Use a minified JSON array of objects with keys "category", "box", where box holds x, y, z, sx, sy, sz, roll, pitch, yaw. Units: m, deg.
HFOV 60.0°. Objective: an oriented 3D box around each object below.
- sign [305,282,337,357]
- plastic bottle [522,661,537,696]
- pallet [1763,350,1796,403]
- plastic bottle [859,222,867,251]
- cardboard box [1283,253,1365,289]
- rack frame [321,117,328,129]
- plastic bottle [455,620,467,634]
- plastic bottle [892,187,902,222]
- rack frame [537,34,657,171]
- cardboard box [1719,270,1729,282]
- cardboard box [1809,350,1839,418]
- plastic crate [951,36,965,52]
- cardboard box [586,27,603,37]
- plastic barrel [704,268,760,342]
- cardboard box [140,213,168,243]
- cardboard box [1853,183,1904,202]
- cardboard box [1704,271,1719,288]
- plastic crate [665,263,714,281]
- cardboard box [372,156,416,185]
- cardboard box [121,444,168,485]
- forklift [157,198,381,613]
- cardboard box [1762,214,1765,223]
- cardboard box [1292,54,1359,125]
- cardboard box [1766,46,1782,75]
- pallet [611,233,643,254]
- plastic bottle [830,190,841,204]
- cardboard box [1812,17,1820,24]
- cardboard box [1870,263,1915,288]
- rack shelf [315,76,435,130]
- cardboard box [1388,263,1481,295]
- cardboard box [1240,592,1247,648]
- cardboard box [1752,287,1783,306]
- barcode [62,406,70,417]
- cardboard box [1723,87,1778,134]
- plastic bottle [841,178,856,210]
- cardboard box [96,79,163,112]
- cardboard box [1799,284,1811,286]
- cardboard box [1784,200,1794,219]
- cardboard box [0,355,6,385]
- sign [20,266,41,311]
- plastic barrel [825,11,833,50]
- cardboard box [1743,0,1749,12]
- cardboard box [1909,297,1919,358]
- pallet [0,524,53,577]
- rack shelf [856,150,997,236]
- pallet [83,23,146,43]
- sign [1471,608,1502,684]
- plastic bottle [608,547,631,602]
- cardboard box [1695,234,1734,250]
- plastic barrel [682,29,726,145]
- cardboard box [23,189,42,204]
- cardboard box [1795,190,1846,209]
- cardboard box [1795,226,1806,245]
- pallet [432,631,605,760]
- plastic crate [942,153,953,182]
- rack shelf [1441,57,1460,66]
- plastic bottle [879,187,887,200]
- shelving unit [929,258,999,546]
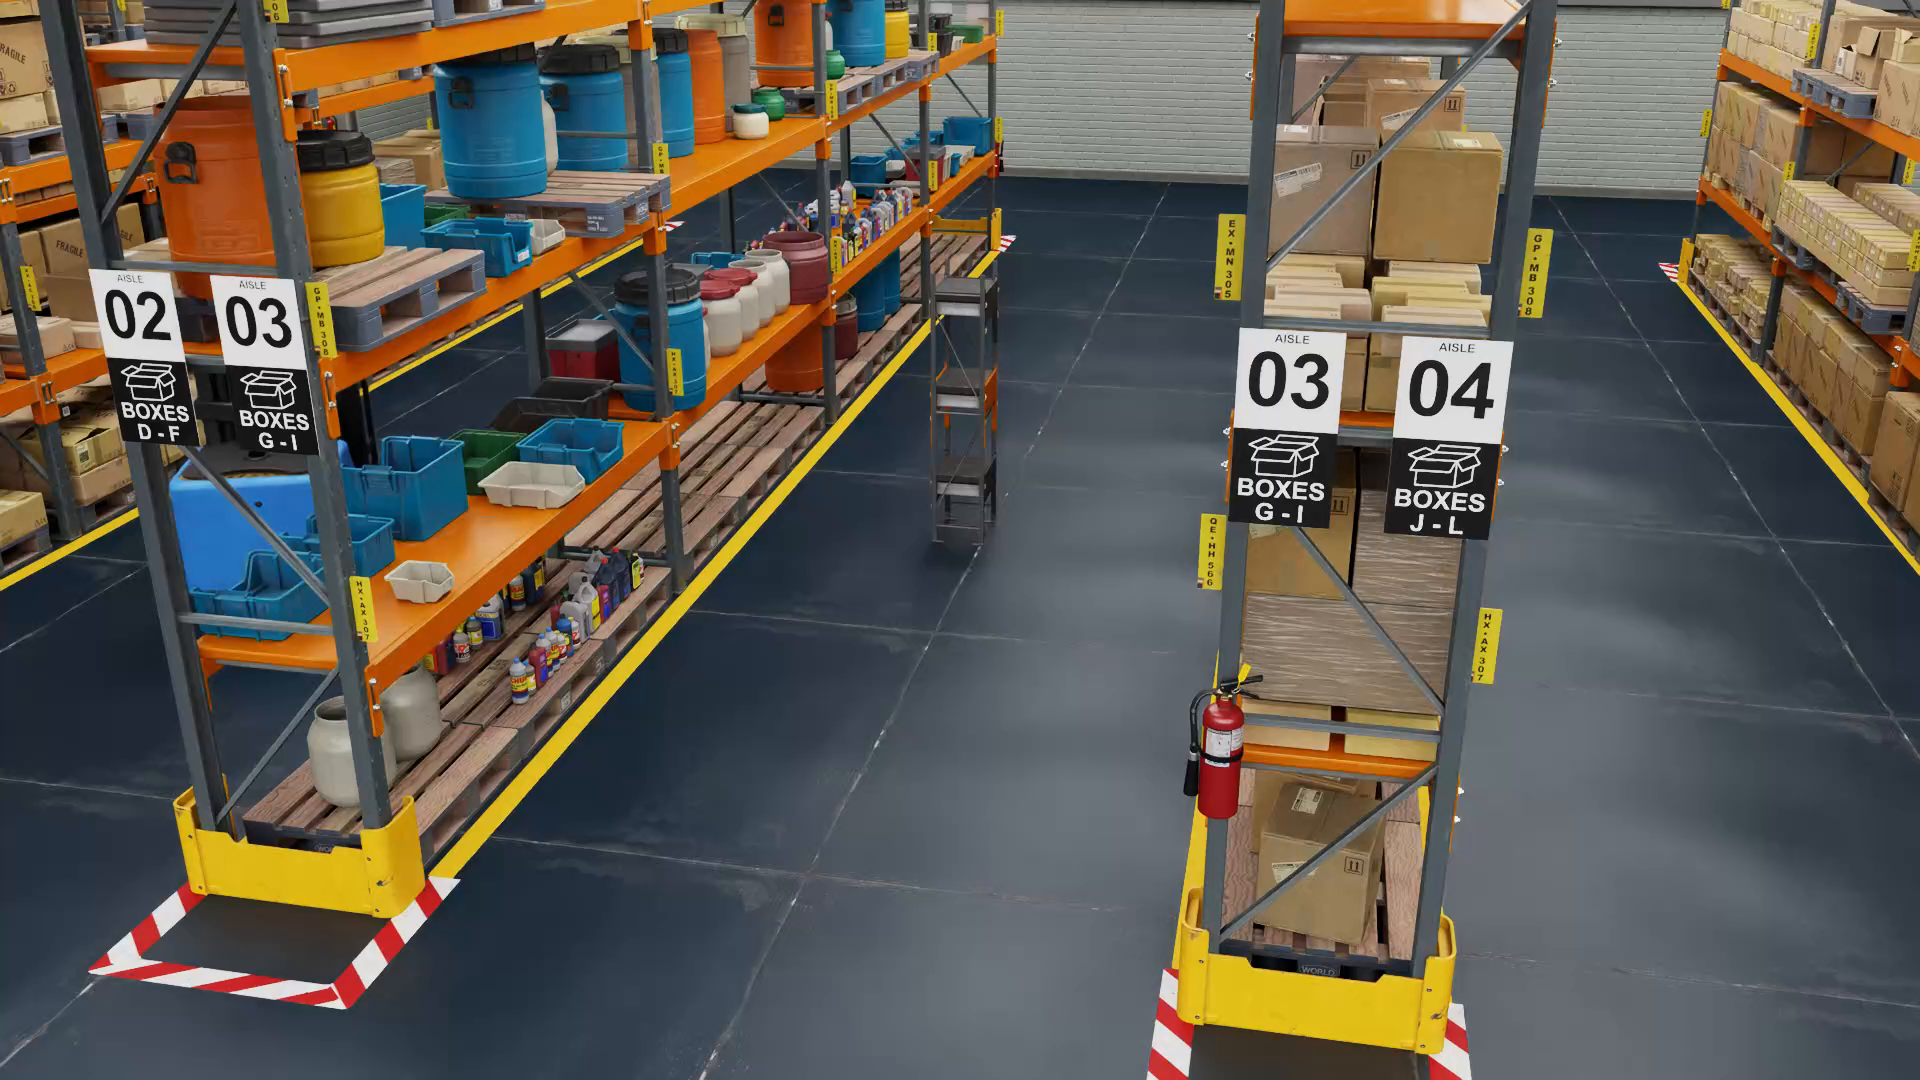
[{"category":"sign","box":[-2.751,-0.947,7.162,0.100,0.325,0.005,4,22,11]},{"category":"plastic bottle","box":[-2.592,0.822,9.954,0.097,0.201,0.097,0,22,0]},{"category":"pallet","box":[8.687,-1.612,16.575,1.003,0.211,1.213,4,22,11]},{"category":"plastic bottle","box":[-0.971,-3.019,16.491,0.061,0.283,0.133,4,22,11]},{"category":"cardboard box","box":[1.628,-1.218,7.516,0.380,0.149,0.250,5,22,12]},{"category":"rack frame","box":[-9.722,-6.201,24.237,1.000,3.000,0.127,4,22,11]},{"category":"plastic bottle","box":[-3.206,0.523,10.496,0.144,0.351,0.185,5,23,13]},{"category":"plastic bottle","box":[-0.707,-3.599,17.842,0.144,0.351,0.185,4,22,11]},{"category":"rack frame","box":[-2.472,-3.840,10.344,1.000,3.000,0.127,4,22,11]},{"category":"cardboard box","box":[9.108,-3.110,19.416,0.380,0.149,0.250,3,22,8]},{"category":"cardboard box","box":[8.108,-1.408,15.118,0.500,0.500,0.500,3,22,9]},{"category":"plastic crate","box":[-0.202,-5.941,19.927,0.437,0.136,0.530,4,22,11]},{"category":"cardboard box","box":[-4.921,-6.573,21.345,0.500,0.250,0.500,4,22,11]},{"category":"plastic barrel","box":[-1.824,-1.880,13.325,0.433,0.535,0.433,0,22,0]},{"category":"cardboard box","box":[-10.285,-4.040,21.652,0.700,0.500,0.500,5,22,12]},{"category":"cardboard box","box":[8.953,-3.383,16.217,0.380,0.149,0.250,5,23,13]},{"category":"cardboard box","box":[9.063,-3.080,19.741,0.380,0.149,0.250,5,22,12]},{"category":"plastic crate","box":[-2.285,-1.982,13.675,0.402,0.464,0.583,4,22,11]},{"category":"cardboard box","box":[-6.113,-3.699,17.328,0.700,0.500,0.500,9,24,21]},{"category":"cardboard box","box":[-6.890,-0.671,13.624,0.500,0.250,0.500,5,22,12]},{"category":"forklift","box":[-4.953,-1.309,12.180,1.130,2.935,3.031,-4,22,-9]},{"category":"cardboard box","box":[8.732,-3.392,17.597,0.380,0.149,0.250,5,23,13]},{"category":"cardboard box","box":[2.642,-3.291,12.191,0.500,0.500,0.500,4,22,9]},{"category":"cardboard box","box":[8.896,-5.080,17.638,0.500,0.250,0.500,4,22,10]},{"category":"pallet","box":[-5.049,-4.212,23.030,1.003,0.211,1.213,4,22,11]},{"category":"plastic bottle","box":[-1.382,-3.652,18.072,0.152,0.276,0.135,4,22,11]},{"category":"cardboard box","box":[8.640,-5.065,16.397,0.380,0.149,0.250,3,22,9]},{"category":"cardboard box","box":[7.683,-2.159,13.576,0.380,0.149,0.250,5,22,12]},{"category":"rack shelf","box":[-6.096,-4.689,17.428,1.077,0.370,4.000,4,22,11]},{"category":"cardboard box","box":[2.047,-1.090,7.198,0.380,0.149,0.250,5,23,13]},{"category":"cardboard box","box":[1.684,0.207,7.791,0.875,0.500,0.500,4,22,11]},{"category":"cardboard box","box":[8.675,-2.586,17.716,0.380,0.149,0.250,5,22,12]},{"category":"barcode","box":[-6.861,-0.988,12.764,0.001,0.075,0.075,4,22,11]},{"category":"cardboard box","box":[9.212,-4.973,19.315,0.500,0.500,0.500,5,22,12]},{"category":"plastic bottle","box":[-1.237,-3.842,18.443,0.144,0.351,0.185,4,22,11]},{"category":"cardboard box","box":[-6.870,-3.648,13.519,0.500,0.250,0.500,3,22,6]},{"category":"cardboard box","box":[9.235,-2.642,17.855,0.380,0.149,0.250,4,22,10]},{"category":"cardboard box","box":[8.262,-3.203,16.167,0.380,0.149,0.250,4,22,10]},{"category":"cardboard box","box":[-7.405,-1.320,11.982,0.700,0.500,0.500,4,22,10]},{"category":"sign","box":[-6.777,-1.833,12.125,0.100,0.325,0.005,4,22,11]},{"category":"plastic barrel","box":[-1.442,-4.830,16.071,0.433,0.535,0.433,0,22,0]},{"category":"cardboard box","box":[9.175,-6.106,18.981,0.380,0.149,0.250,4,22,11]},{"category":"cardboard box","box":[7.672,-1.631,12.753,0.500,0.500,0.500,5,22,12]},{"category":"pallet","box":[-7.524,0.145,12.212,1.003,0.211,1.213,4,22,11]},{"category":"rack shelf","box":[-0.432,-4.381,20.680,1.077,0.370,4.000,4,22,11]},{"category":"pallet","box":[-10.361,-6.387,20.801,1.003,0.211,1.213,4,22,11]},{"category":"sign","box":[2.092,0.423,6.630,0.100,0.325,0.005,4,22,11]},{"category":"plastic bottle","box":[-2.321,0.225,11.238,0.144,0.351,0.185,4,22,9]},{"category":"cardboard box","box":[9.221,-3.636,20.325,0.380,0.149,0.250,3,22,8]},{"category":"plastic barrel","box":[-2.169,-3.588,13.157,0.600,0.830,0.708,4,22,11]},{"category":"cardboard box","box":[-10.698,-3.929,18.902,0.380,0.149,0.250,5,23,13]},{"category":"cardboard box","box":[8.207,-3.240,15.861,0.380,0.149,0.250,5,22,11]},{"category":"cardboard box","box":[8.155,-2.875,15.752,0.380,0.149,0.250,5,22,11]},{"category":"pallet","box":[-2.897,0.926,10.272,1.003,0.211,1.213,4,22,11]},{"category":"plastic crate","box":[-0.348,-4.501,20.092,0.437,0.282,0.530,4,22,11]},{"category":"rack shelf","box":[2.785,-3.675,11.431,1.077,0.370,4.000,4,22,11]},{"category":"plastic bottle","box":[-0.848,-3.610,17.869,0.144,0.351,0.185,4,22,11]},{"category":"shelving unit","box":[0.034,-1.035,12.612,0.431,2.100,0.503,4,22,11]}]
